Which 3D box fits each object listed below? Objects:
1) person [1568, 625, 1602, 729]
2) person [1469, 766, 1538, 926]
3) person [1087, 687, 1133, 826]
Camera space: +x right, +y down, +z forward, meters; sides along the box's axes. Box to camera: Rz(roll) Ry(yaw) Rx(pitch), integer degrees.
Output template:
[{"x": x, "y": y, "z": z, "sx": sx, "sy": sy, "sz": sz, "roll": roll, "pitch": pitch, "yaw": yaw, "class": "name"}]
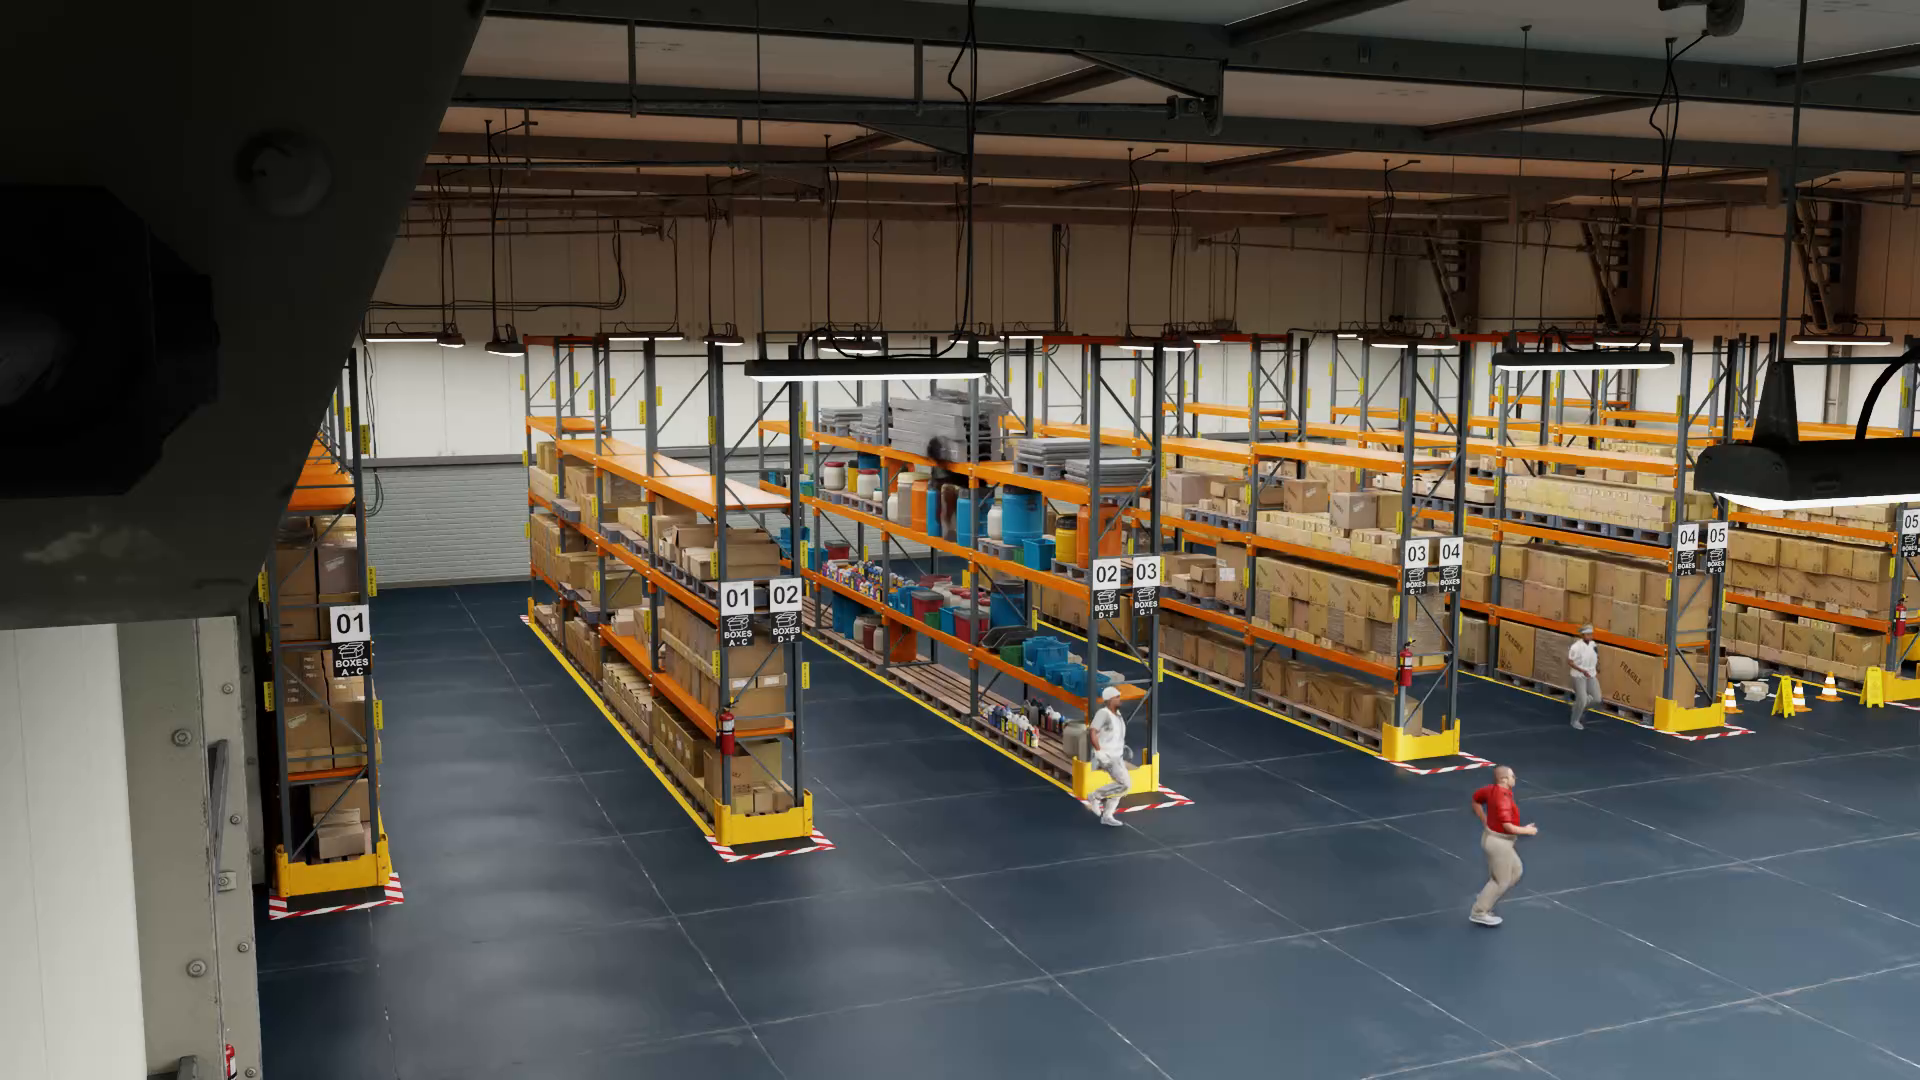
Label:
[{"x": 9.680, "y": 2.115, "z": 25.705, "sx": 0.570, "sy": 1.651, "sz": 0.543, "roll": -2, "pitch": 8, "yaw": -17, "class": "person"}, {"x": 5.679, "y": 3.193, "z": 17.383, "sx": 0.658, "sy": 1.720, "sz": 0.684, "roll": 0, "pitch": 8, "yaw": 3, "class": "person"}, {"x": 1.928, "y": 2.709, "z": 20.963, "sx": 0.545, "sy": 1.706, "sz": 0.733, "roll": 3, "pitch": 8, "yaw": 21, "class": "person"}]
